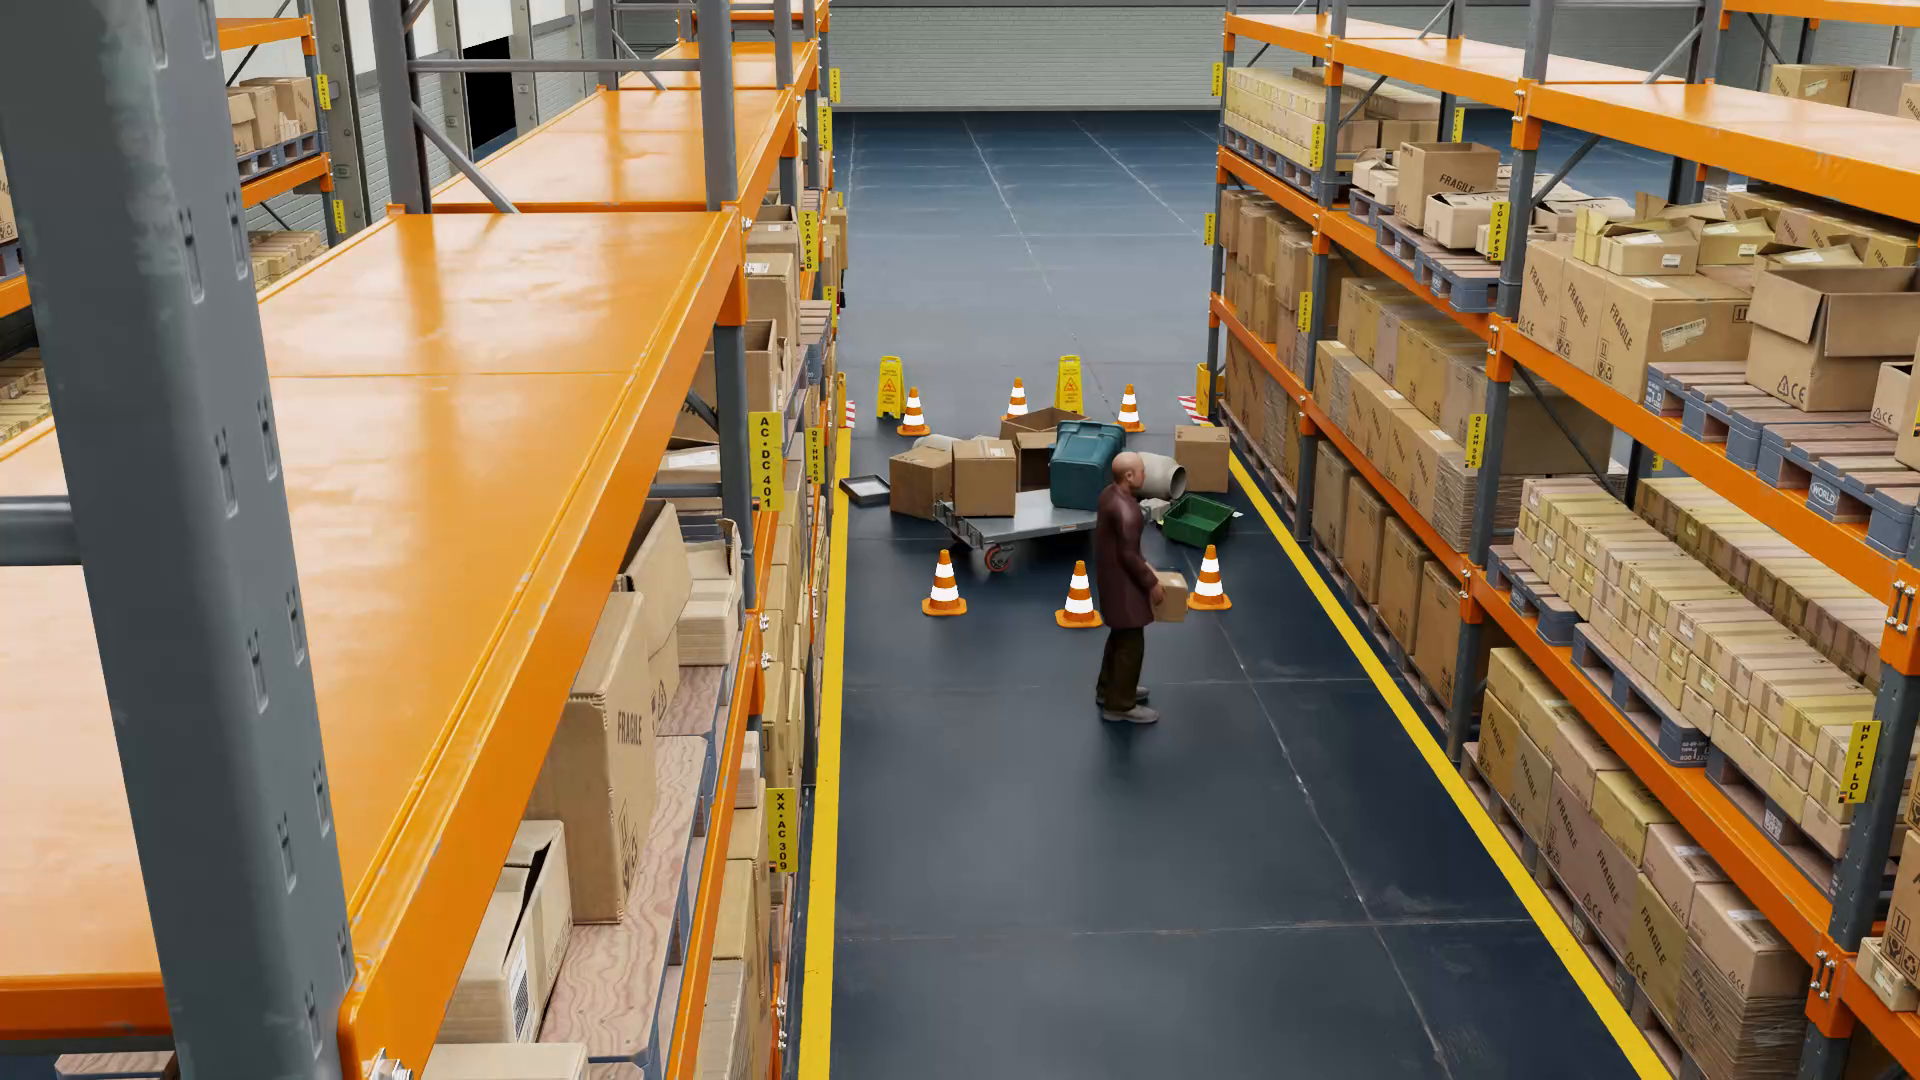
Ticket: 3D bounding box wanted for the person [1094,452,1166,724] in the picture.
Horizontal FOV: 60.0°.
[{"bbox_3d":[1.095,0.297,10.811,0.443,1.756,0.579,-1,20,-4],"label":"person"}]
